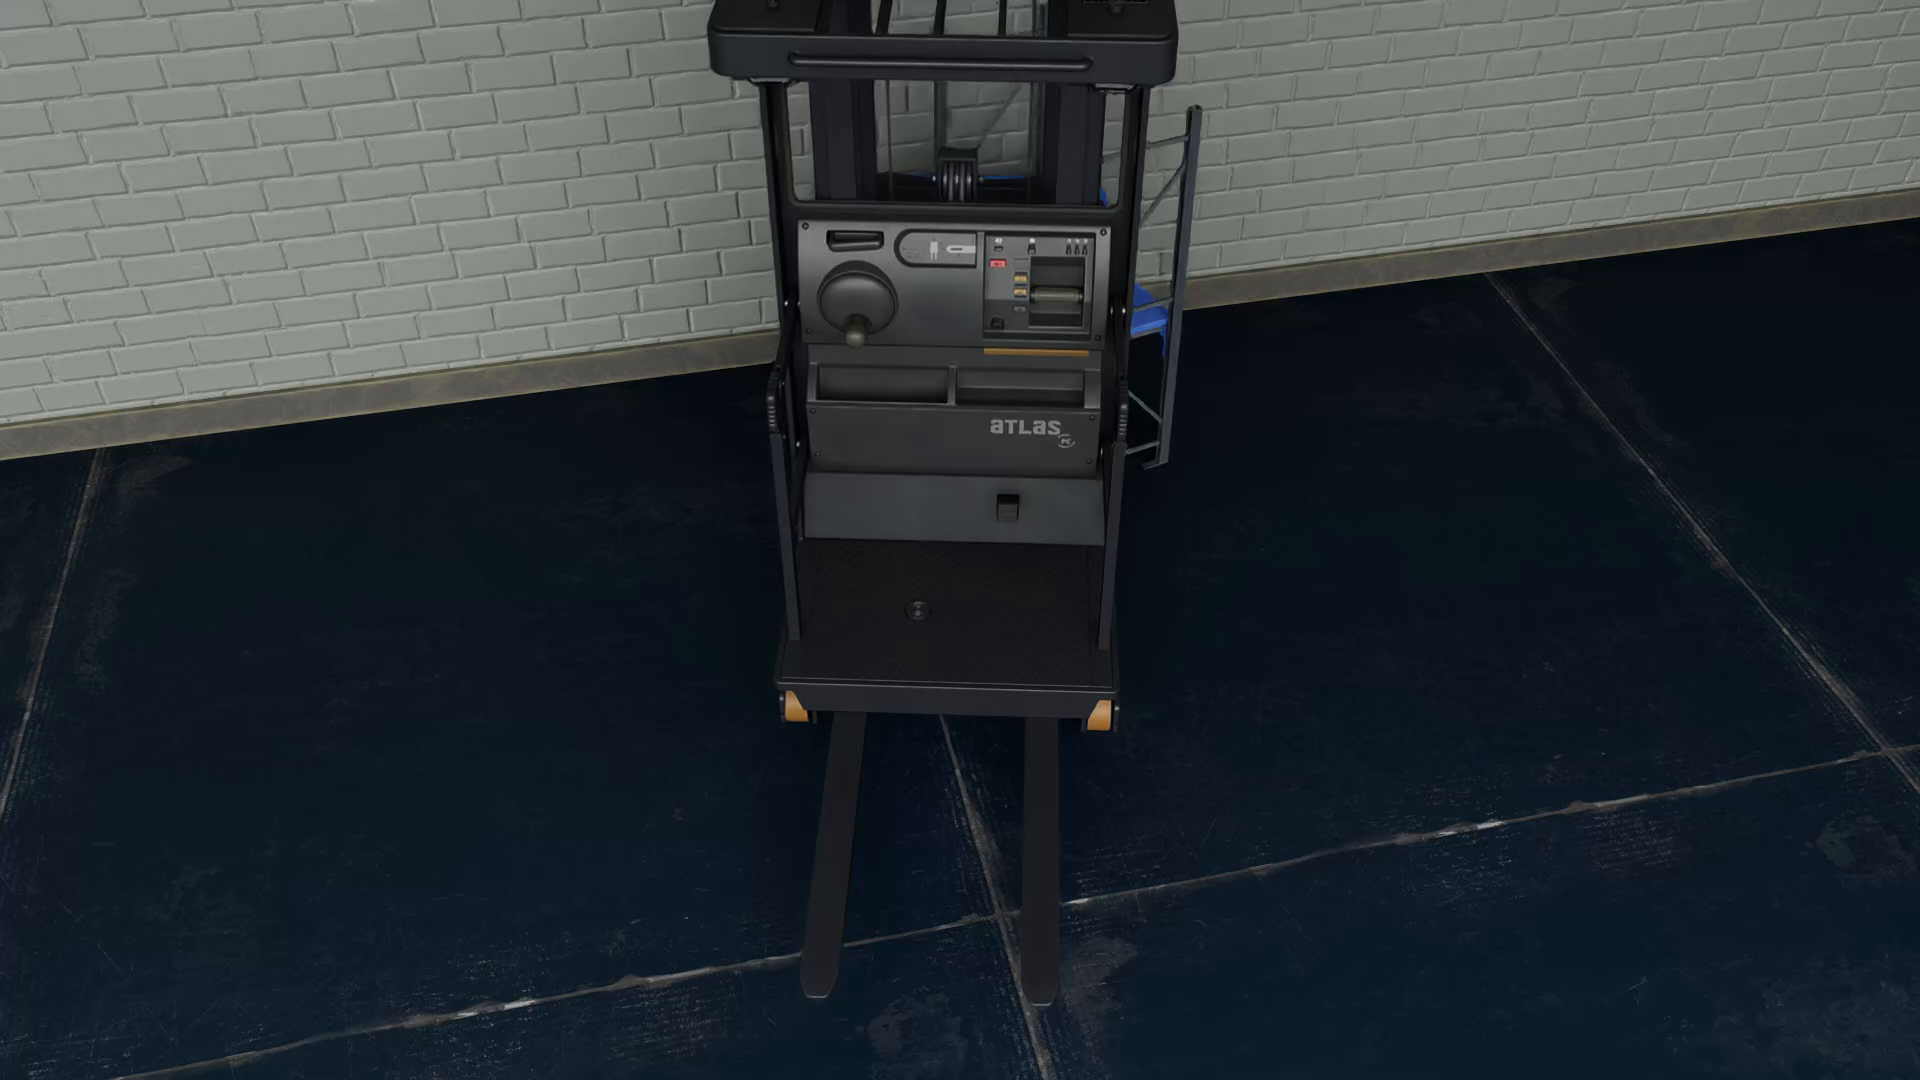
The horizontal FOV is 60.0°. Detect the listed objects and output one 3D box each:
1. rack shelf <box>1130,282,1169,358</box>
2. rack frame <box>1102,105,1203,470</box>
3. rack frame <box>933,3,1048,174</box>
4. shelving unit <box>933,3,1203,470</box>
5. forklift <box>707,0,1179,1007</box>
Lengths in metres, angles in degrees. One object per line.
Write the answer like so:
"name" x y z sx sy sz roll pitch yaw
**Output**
"rack shelf" 0.362 -0.971 6.492 0.538 0.185 1.000 -18 43 -20
"rack frame" 0.593 -0.820 6.029 0.500 1.500 0.032 -18 43 -20
"rack frame" 0.131 -1.398 6.725 0.500 1.500 0.032 -18 43 -20
"shelving unit" 0.362 -1.109 6.377 0.538 1.500 1.048 -18 43 -20
"forklift" -0.025 -0.683 4.812 1.130 2.935 3.031 2 42 2
